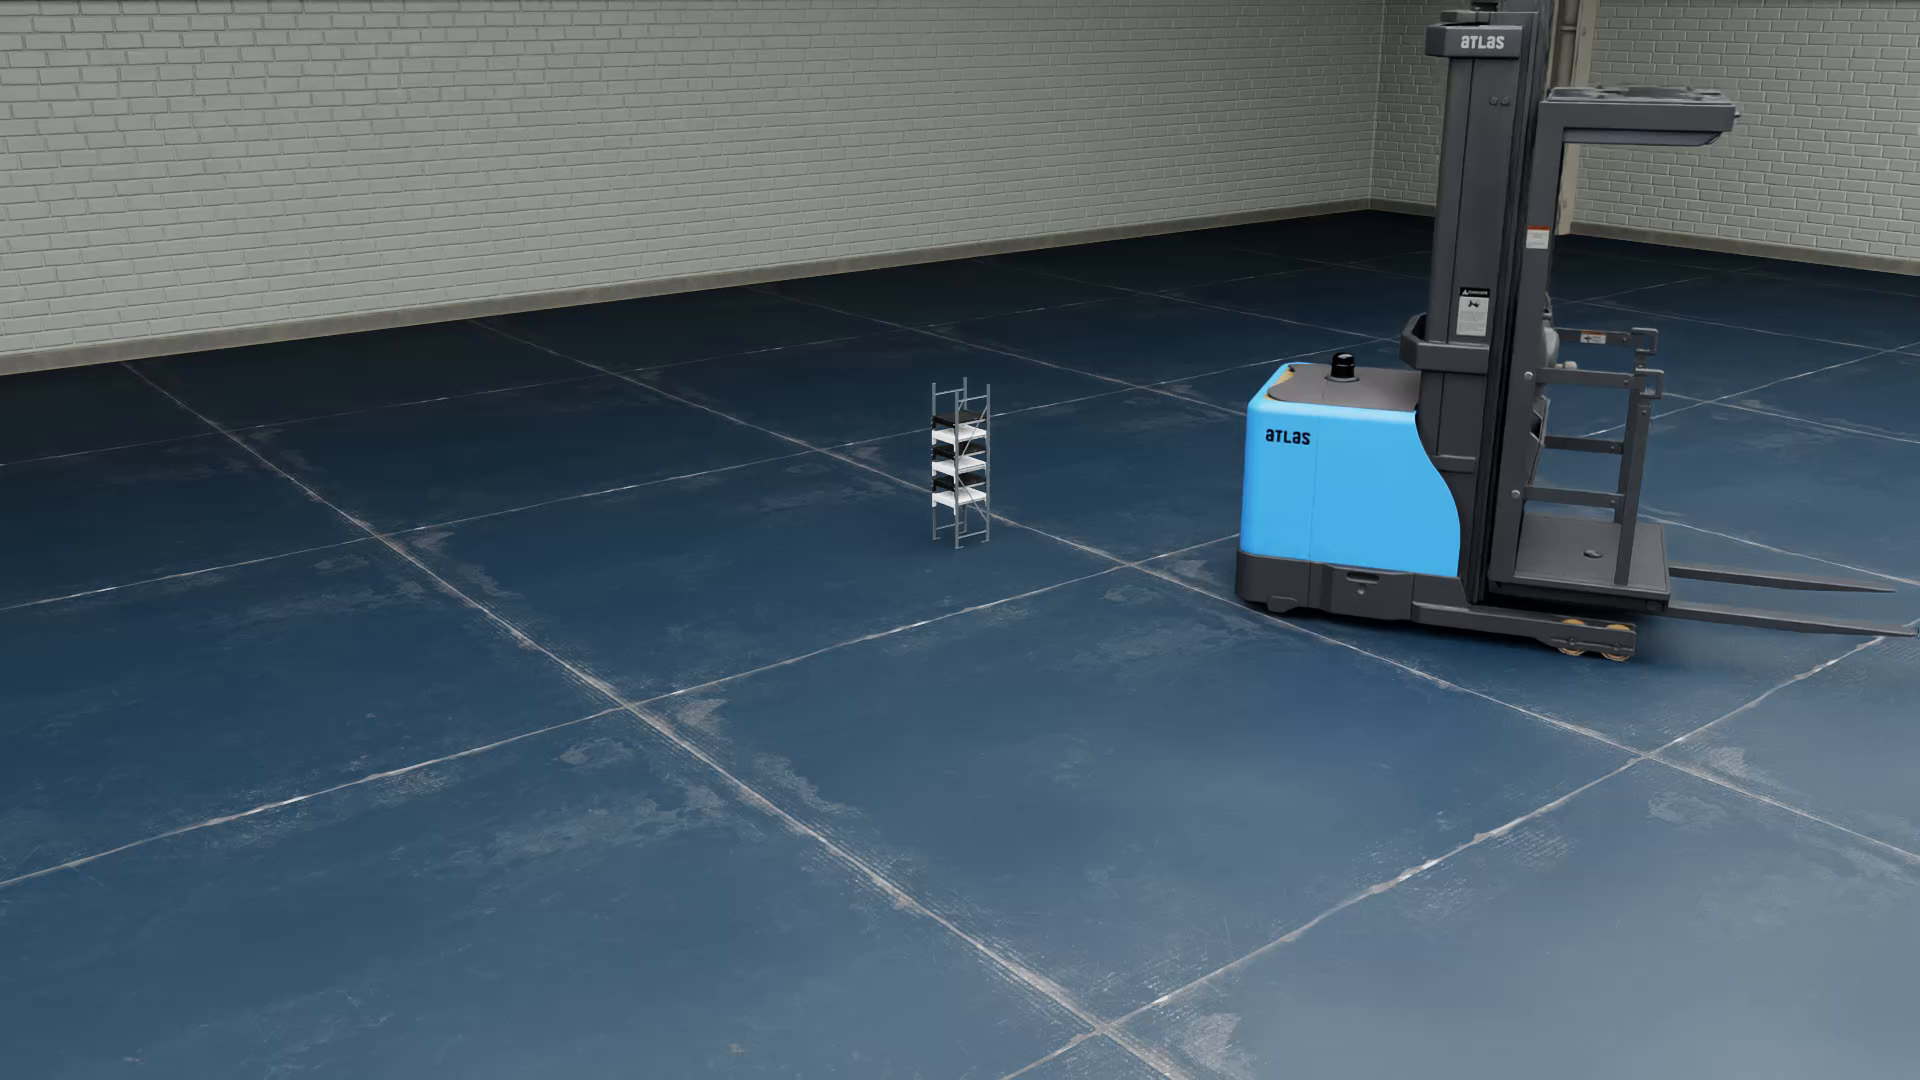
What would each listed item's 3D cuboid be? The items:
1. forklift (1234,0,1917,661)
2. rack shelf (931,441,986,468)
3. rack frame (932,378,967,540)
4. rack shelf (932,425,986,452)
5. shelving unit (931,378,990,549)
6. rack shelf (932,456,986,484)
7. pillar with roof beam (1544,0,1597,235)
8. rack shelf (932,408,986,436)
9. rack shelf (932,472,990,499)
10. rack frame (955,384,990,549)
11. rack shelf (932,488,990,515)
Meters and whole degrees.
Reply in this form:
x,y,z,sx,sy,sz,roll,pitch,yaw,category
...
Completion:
x,y,z,sx,sy,sz,roll,pitch,yaw,category
2.946,-1.022,7.785,3.031,2.935,1.130,7,19,19,forklift
0.005,-0.479,9.197,0.258,0.077,0.200,-14,23,-36,rack shelf
-0.058,-0.450,9.291,0.240,0.900,0.006,-14,23,-36,rack frame
0.005,-0.564,9.169,0.258,0.077,0.200,-14,23,-36,rack shelf
0.005,-0.425,9.215,0.258,0.900,0.210,-14,23,-36,shelving unit
0.005,-0.394,9.225,0.258,0.077,0.200,-14,23,-36,rack shelf
4.147,-7.349,17.240,9.100,9.000,0.400,-14,23,-36,pillar with roof beam
0.005,-0.650,9.141,0.258,0.077,0.200,-14,23,-36,rack shelf
0.005,-0.308,9.254,0.258,0.077,0.200,-14,23,-36,rack shelf
0.068,-0.400,9.139,0.240,0.900,0.006,-14,23,-36,rack frame
0.005,-0.223,9.282,0.258,0.077,0.200,-14,23,-36,rack shelf
